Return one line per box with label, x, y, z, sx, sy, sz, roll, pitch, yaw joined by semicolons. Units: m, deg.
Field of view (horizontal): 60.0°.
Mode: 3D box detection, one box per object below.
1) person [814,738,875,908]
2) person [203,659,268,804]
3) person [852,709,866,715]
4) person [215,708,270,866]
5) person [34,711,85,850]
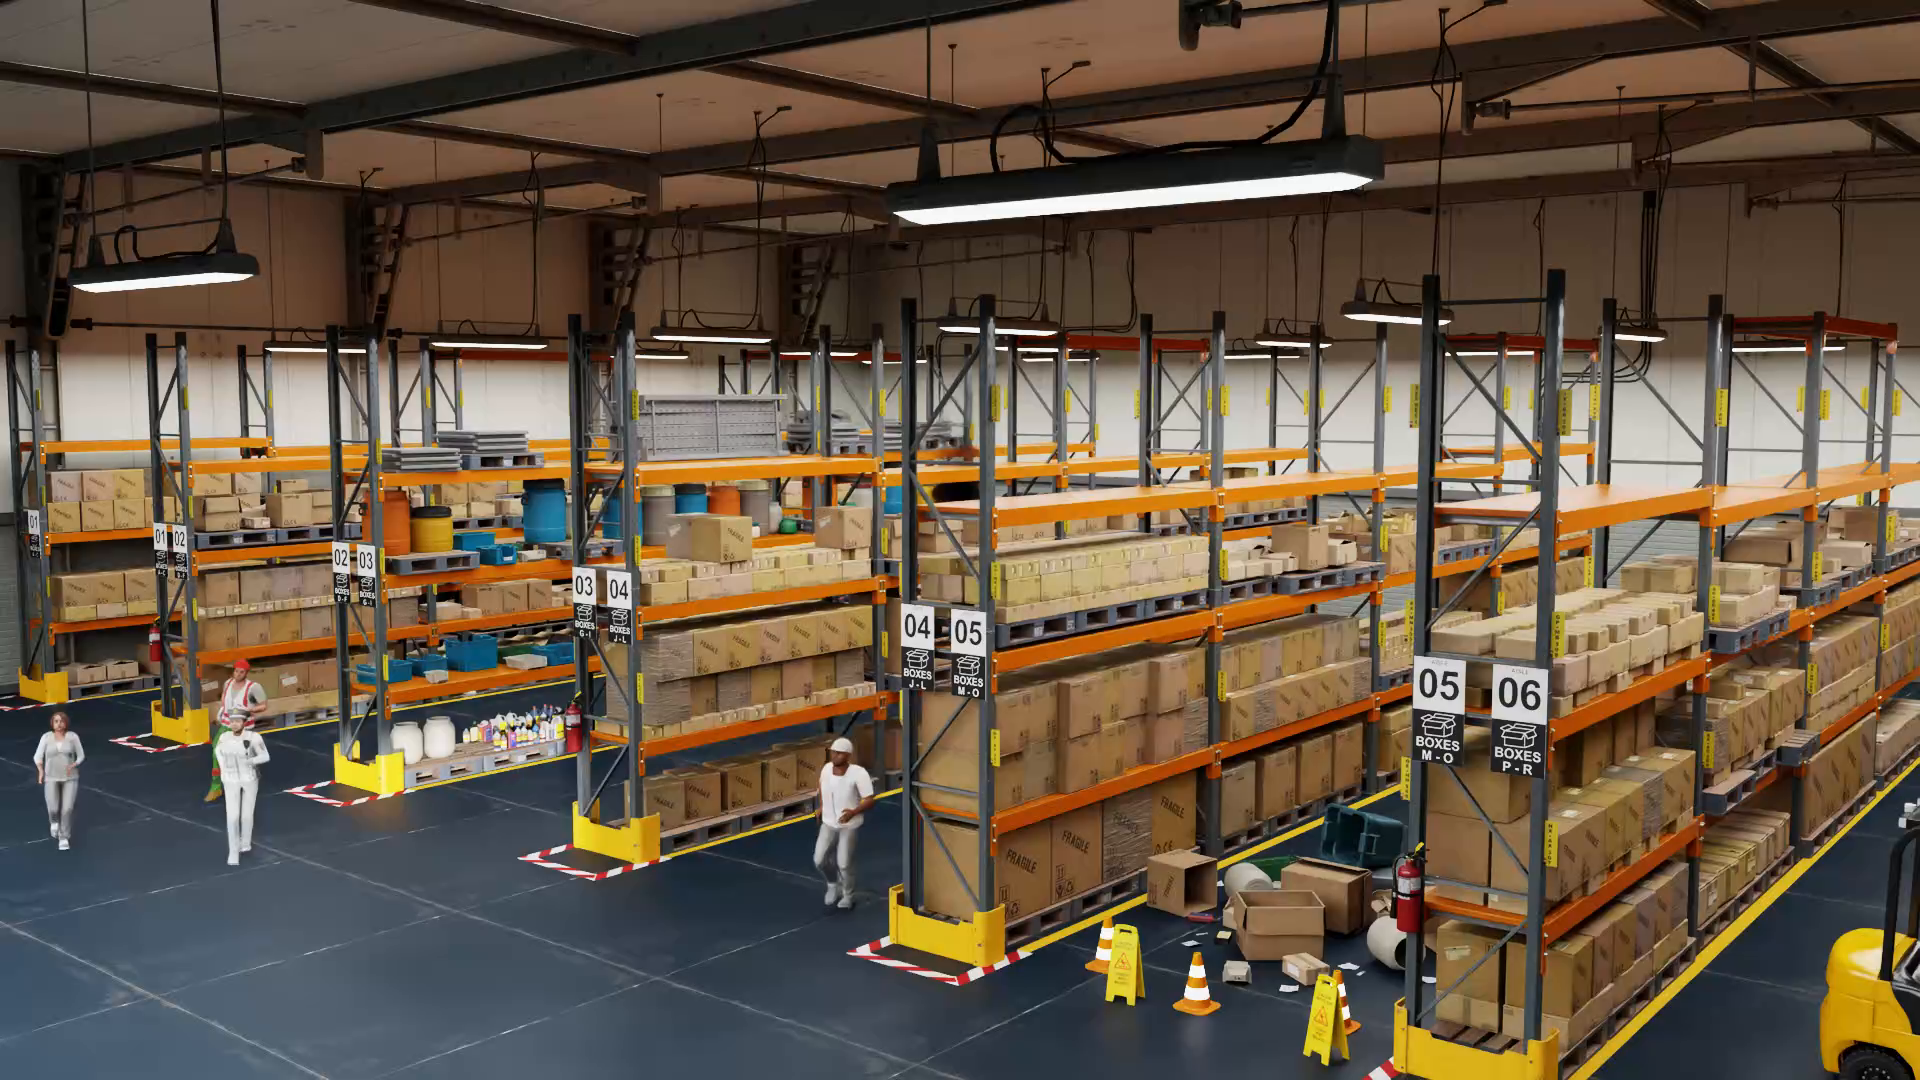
person;-1.188;2.814;16.469;0.703;1.728;0.609;2;6;24
person;-9.158;2.397;21.181;0.731;1.804;0.834;0;5;-1
person;-1.392;1.749;25.042;0.694;1.759;0.735;3;6;31
person;-7.885;2.697;18.281;0.578;1.755;0.709;-2;5;-18
person;-10.142;2.709;18.745;0.507;1.552;0.512;-3;6;-27
